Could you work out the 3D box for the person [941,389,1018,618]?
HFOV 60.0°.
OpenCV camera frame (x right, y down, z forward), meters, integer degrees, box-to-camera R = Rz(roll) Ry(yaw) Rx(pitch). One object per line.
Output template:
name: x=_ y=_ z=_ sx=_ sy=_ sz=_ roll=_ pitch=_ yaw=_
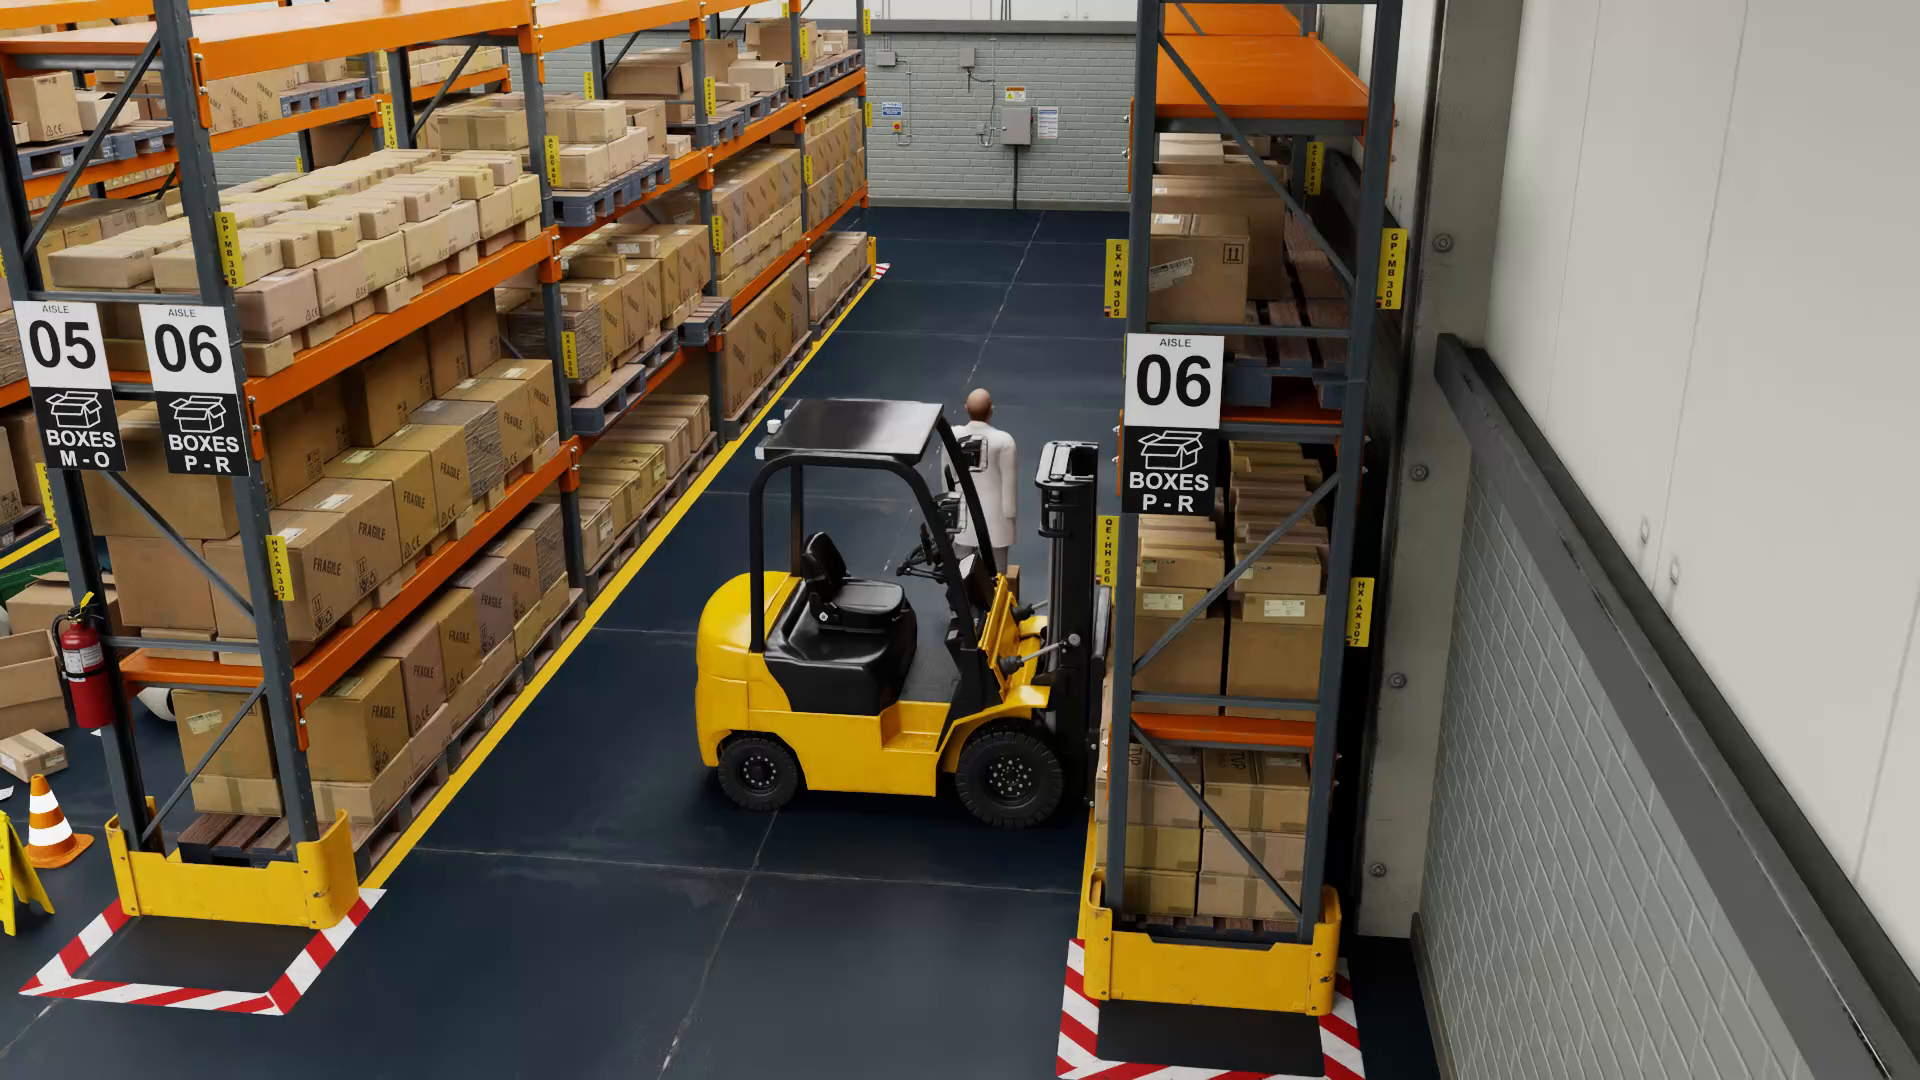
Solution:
person: x=0.144 y=-0.202 z=11.631 sx=0.561 sy=1.781 sz=0.380 roll=7 pitch=22 yaw=17
